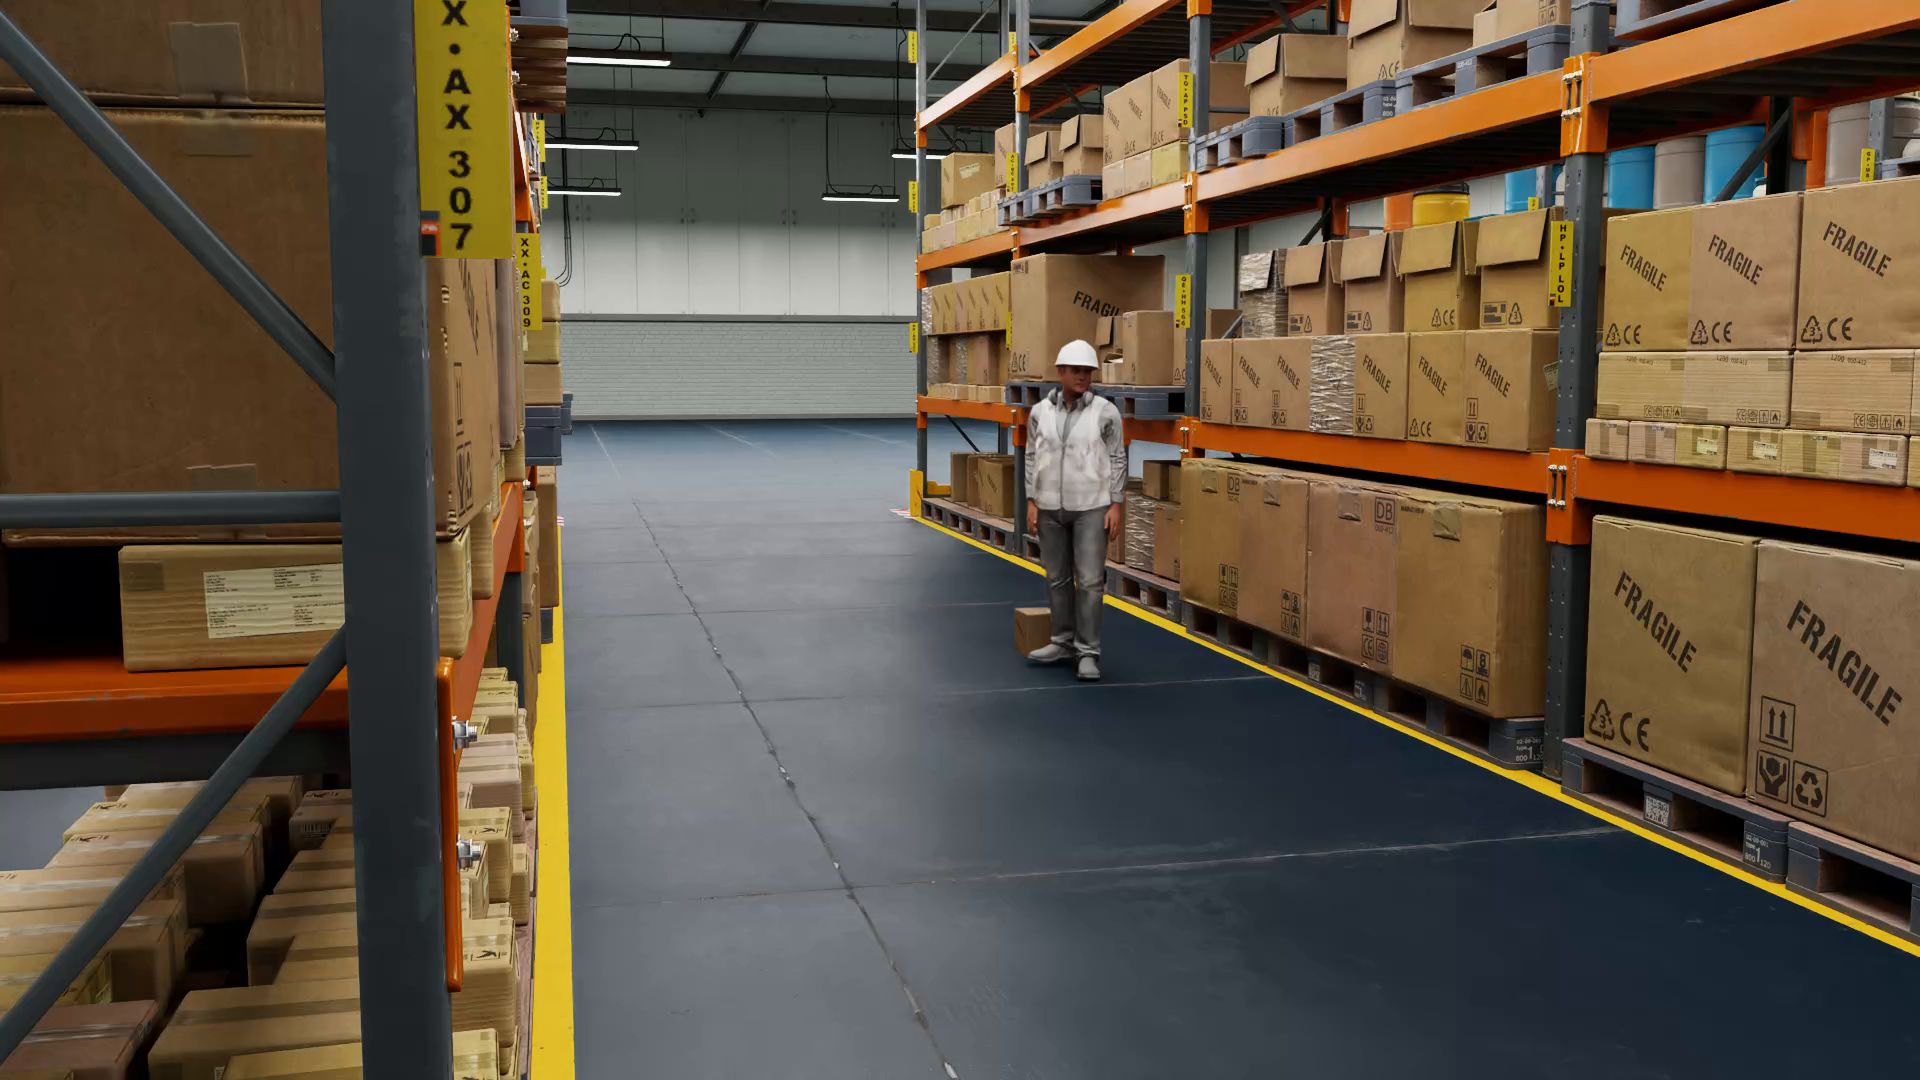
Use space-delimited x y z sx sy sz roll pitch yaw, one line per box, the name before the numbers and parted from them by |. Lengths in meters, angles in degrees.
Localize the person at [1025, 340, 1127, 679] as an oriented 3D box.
person | 0.602 -0.176 8.903 0.555 1.776 0.551 3 7 24
